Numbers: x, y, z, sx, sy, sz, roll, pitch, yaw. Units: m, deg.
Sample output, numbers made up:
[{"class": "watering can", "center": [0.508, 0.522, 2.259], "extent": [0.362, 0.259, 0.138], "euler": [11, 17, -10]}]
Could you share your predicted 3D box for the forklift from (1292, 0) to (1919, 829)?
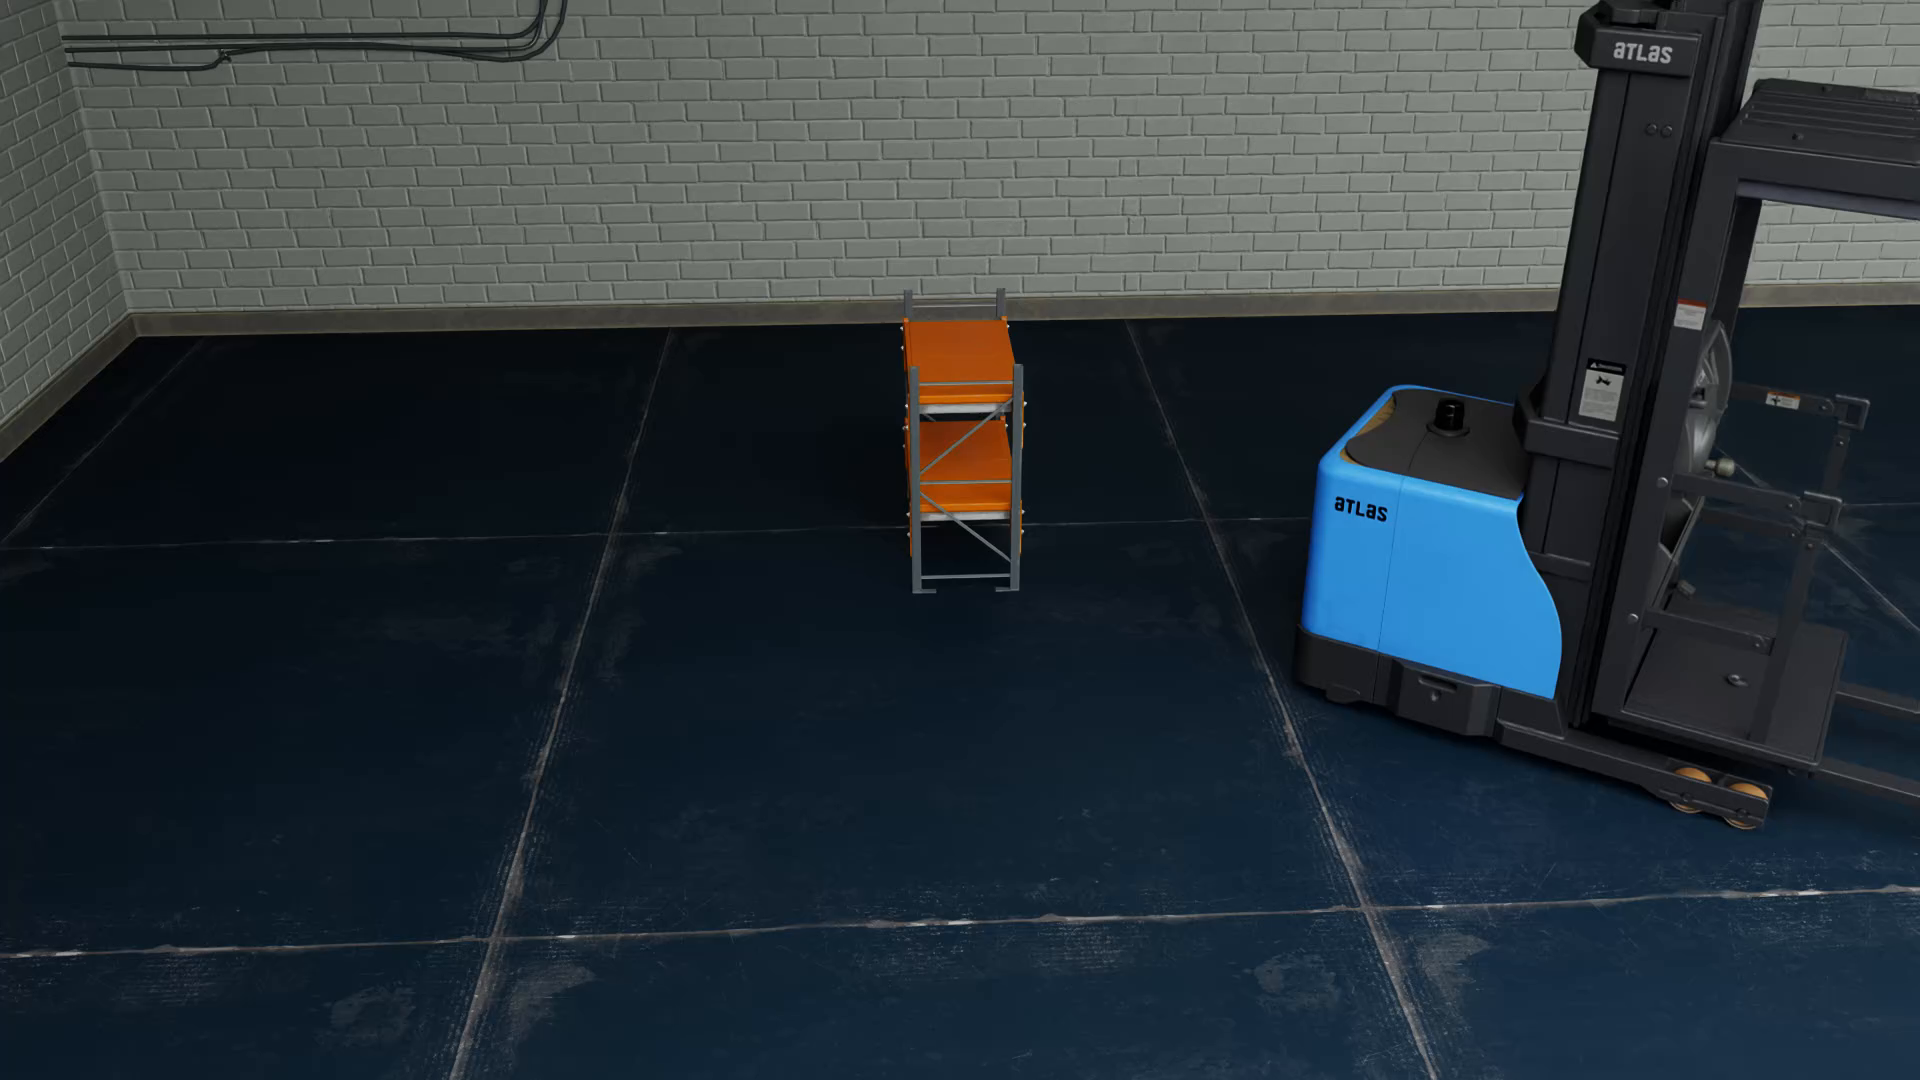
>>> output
[{"class": "forklift", "center": [2.931, -0.506, 6.050], "extent": [3.031, 2.935, 1.130], "euler": [15, 31, 27]}]

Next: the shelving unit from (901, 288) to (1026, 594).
[{"class": "shelving unit", "center": [0.000, -0.496, 7.984], "extent": [0.538, 1.125, 1.048], "euler": [-1, 28, -3]}]

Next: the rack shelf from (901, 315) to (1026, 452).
[{"class": "rack shelf", "center": [0.000, -0.755, 7.849], "extent": [0.538, 0.278, 1.000], "euler": [-1, 28, -3]}]

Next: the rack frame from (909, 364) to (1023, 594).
[{"class": "rack frame", "center": [0.027, -0.261, 7.534], "extent": [0.500, 1.125, 0.032], "euler": [-1, 28, -3]}]

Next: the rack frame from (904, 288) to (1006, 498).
[{"class": "rack frame", "center": [-0.026, -0.730, 8.434], "extent": [0.500, 1.125, 0.032], "euler": [-1, 28, -3]}]

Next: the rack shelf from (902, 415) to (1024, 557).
[{"class": "rack shelf", "center": [0.000, -0.279, 8.097], "extent": [0.538, 0.278, 1.000], "euler": [-1, 28, -3]}]

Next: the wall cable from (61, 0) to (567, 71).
[{"class": "wall cable", "center": [-3.888, -3.954, 9.458], "extent": [3.097, 2.526, 0.112], "euler": [-1, 28, -3]}]
